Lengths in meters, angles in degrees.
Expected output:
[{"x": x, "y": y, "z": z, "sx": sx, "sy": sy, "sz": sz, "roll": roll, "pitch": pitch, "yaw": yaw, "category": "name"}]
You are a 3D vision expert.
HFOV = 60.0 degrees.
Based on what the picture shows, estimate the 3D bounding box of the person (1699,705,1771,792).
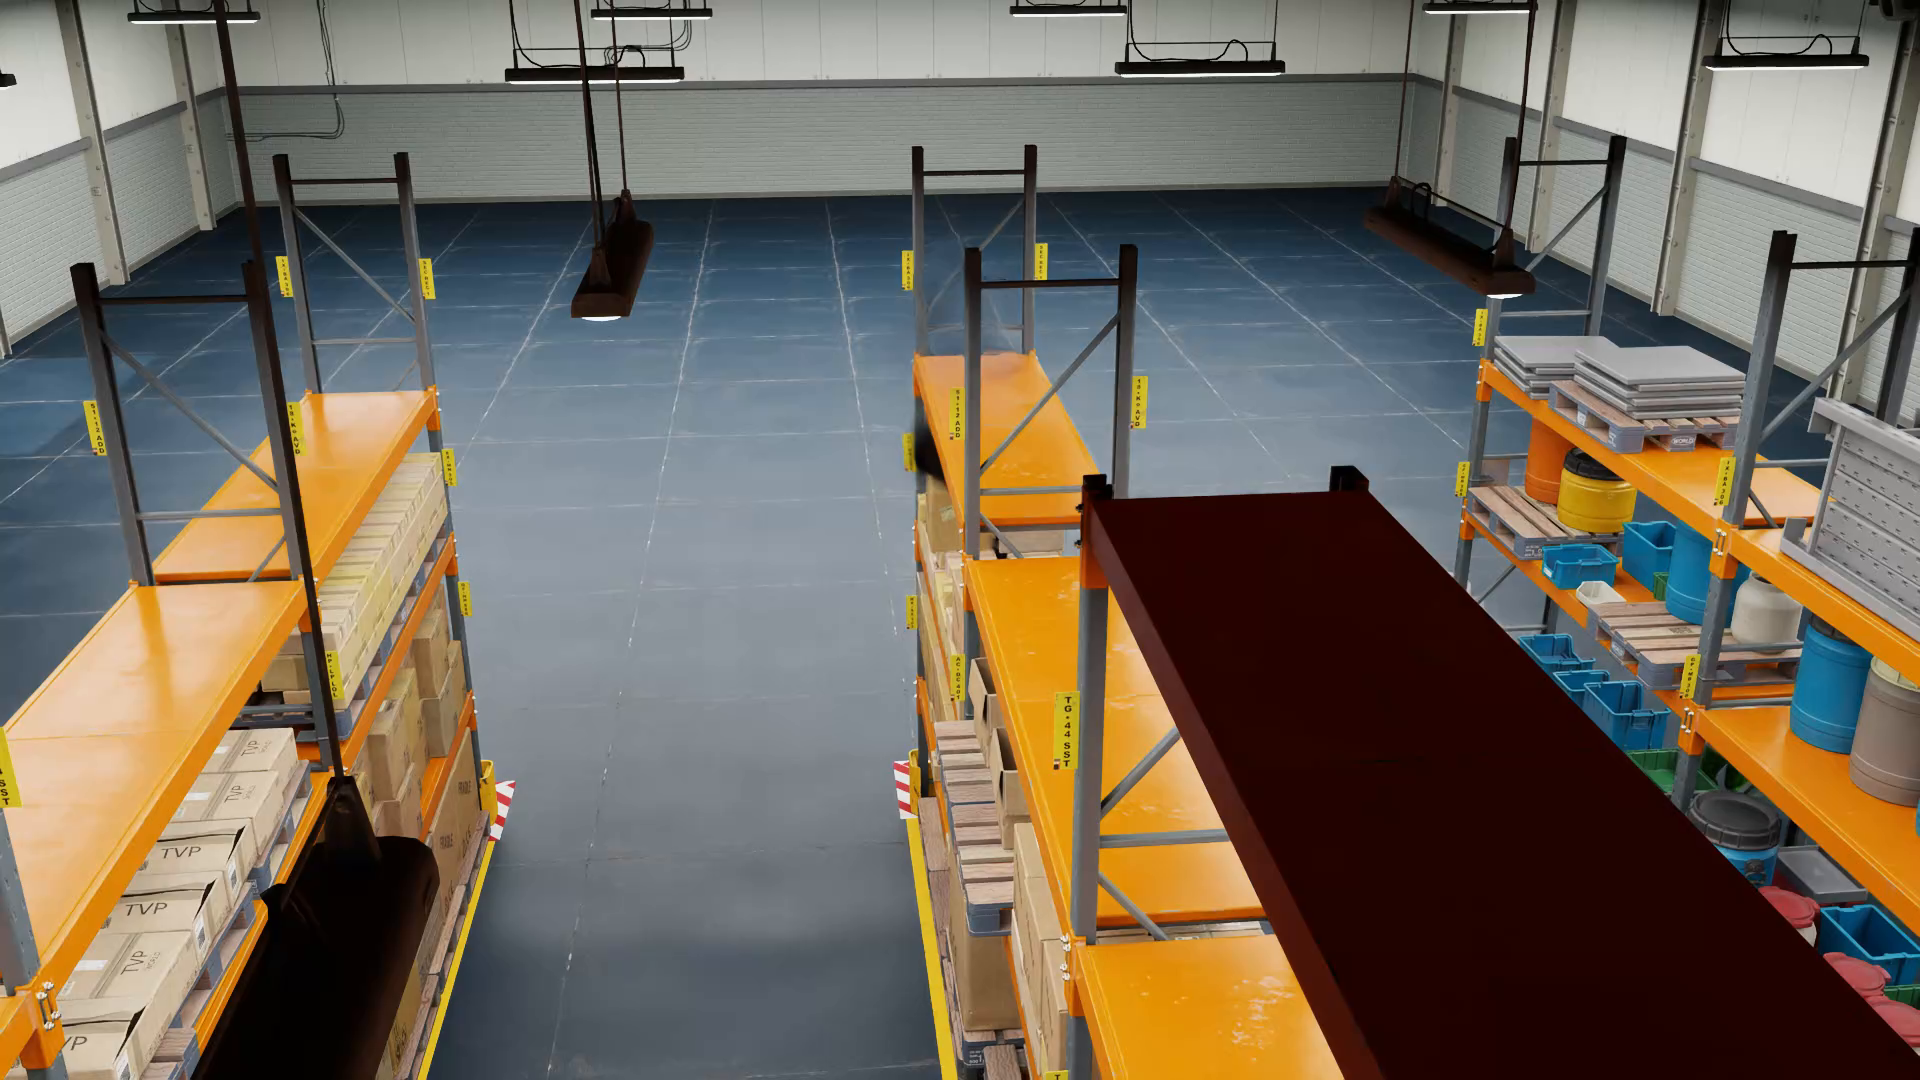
[{"x": 6.765, "y": 1.873, "z": 14.579, "sx": 0.660, "sy": 1.771, "sz": 1.026, "roll": 0, "pitch": 22, "yaw": -1, "category": "person"}]
